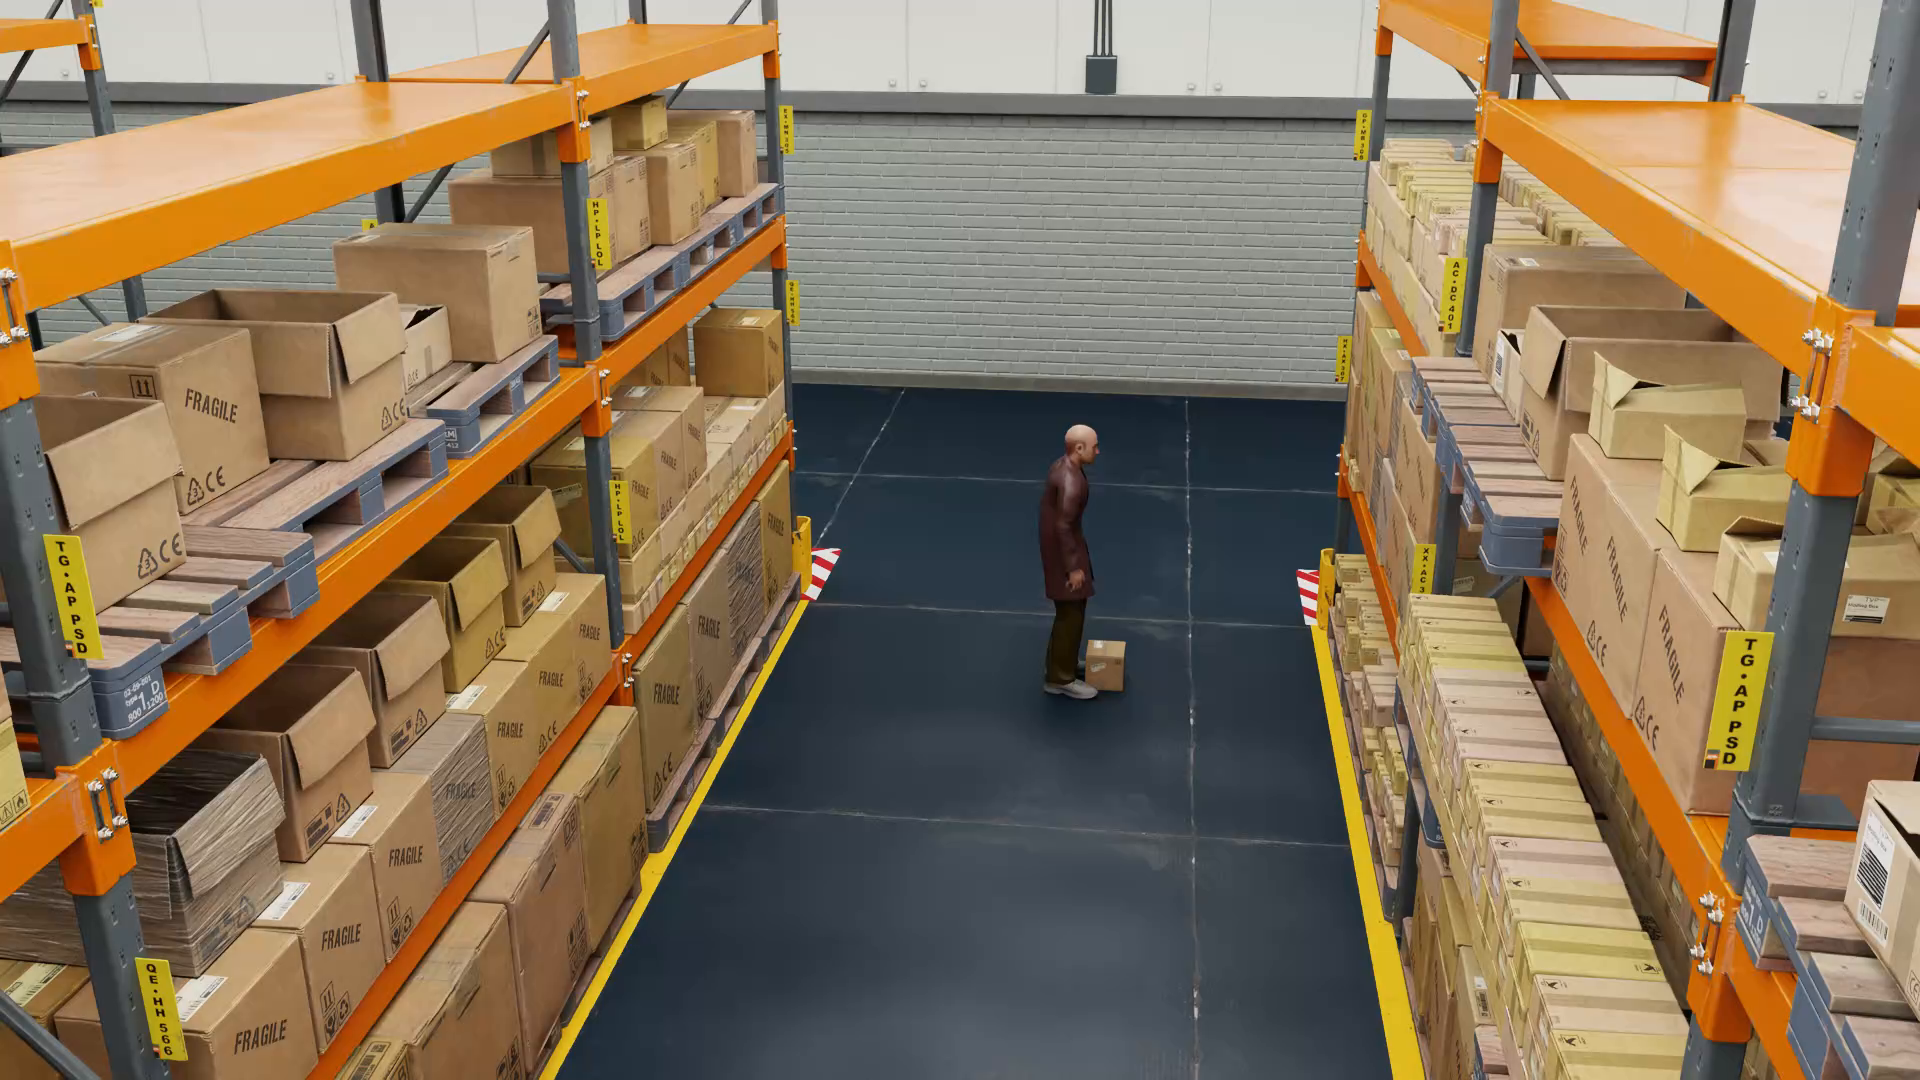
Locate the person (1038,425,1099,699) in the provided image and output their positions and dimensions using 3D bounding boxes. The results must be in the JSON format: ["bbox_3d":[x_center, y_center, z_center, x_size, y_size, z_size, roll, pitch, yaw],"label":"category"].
[{"bbox_3d":[0.718,0.111,10.814,0.429,1.772,0.647,1,21,3],"label":"person"}]
